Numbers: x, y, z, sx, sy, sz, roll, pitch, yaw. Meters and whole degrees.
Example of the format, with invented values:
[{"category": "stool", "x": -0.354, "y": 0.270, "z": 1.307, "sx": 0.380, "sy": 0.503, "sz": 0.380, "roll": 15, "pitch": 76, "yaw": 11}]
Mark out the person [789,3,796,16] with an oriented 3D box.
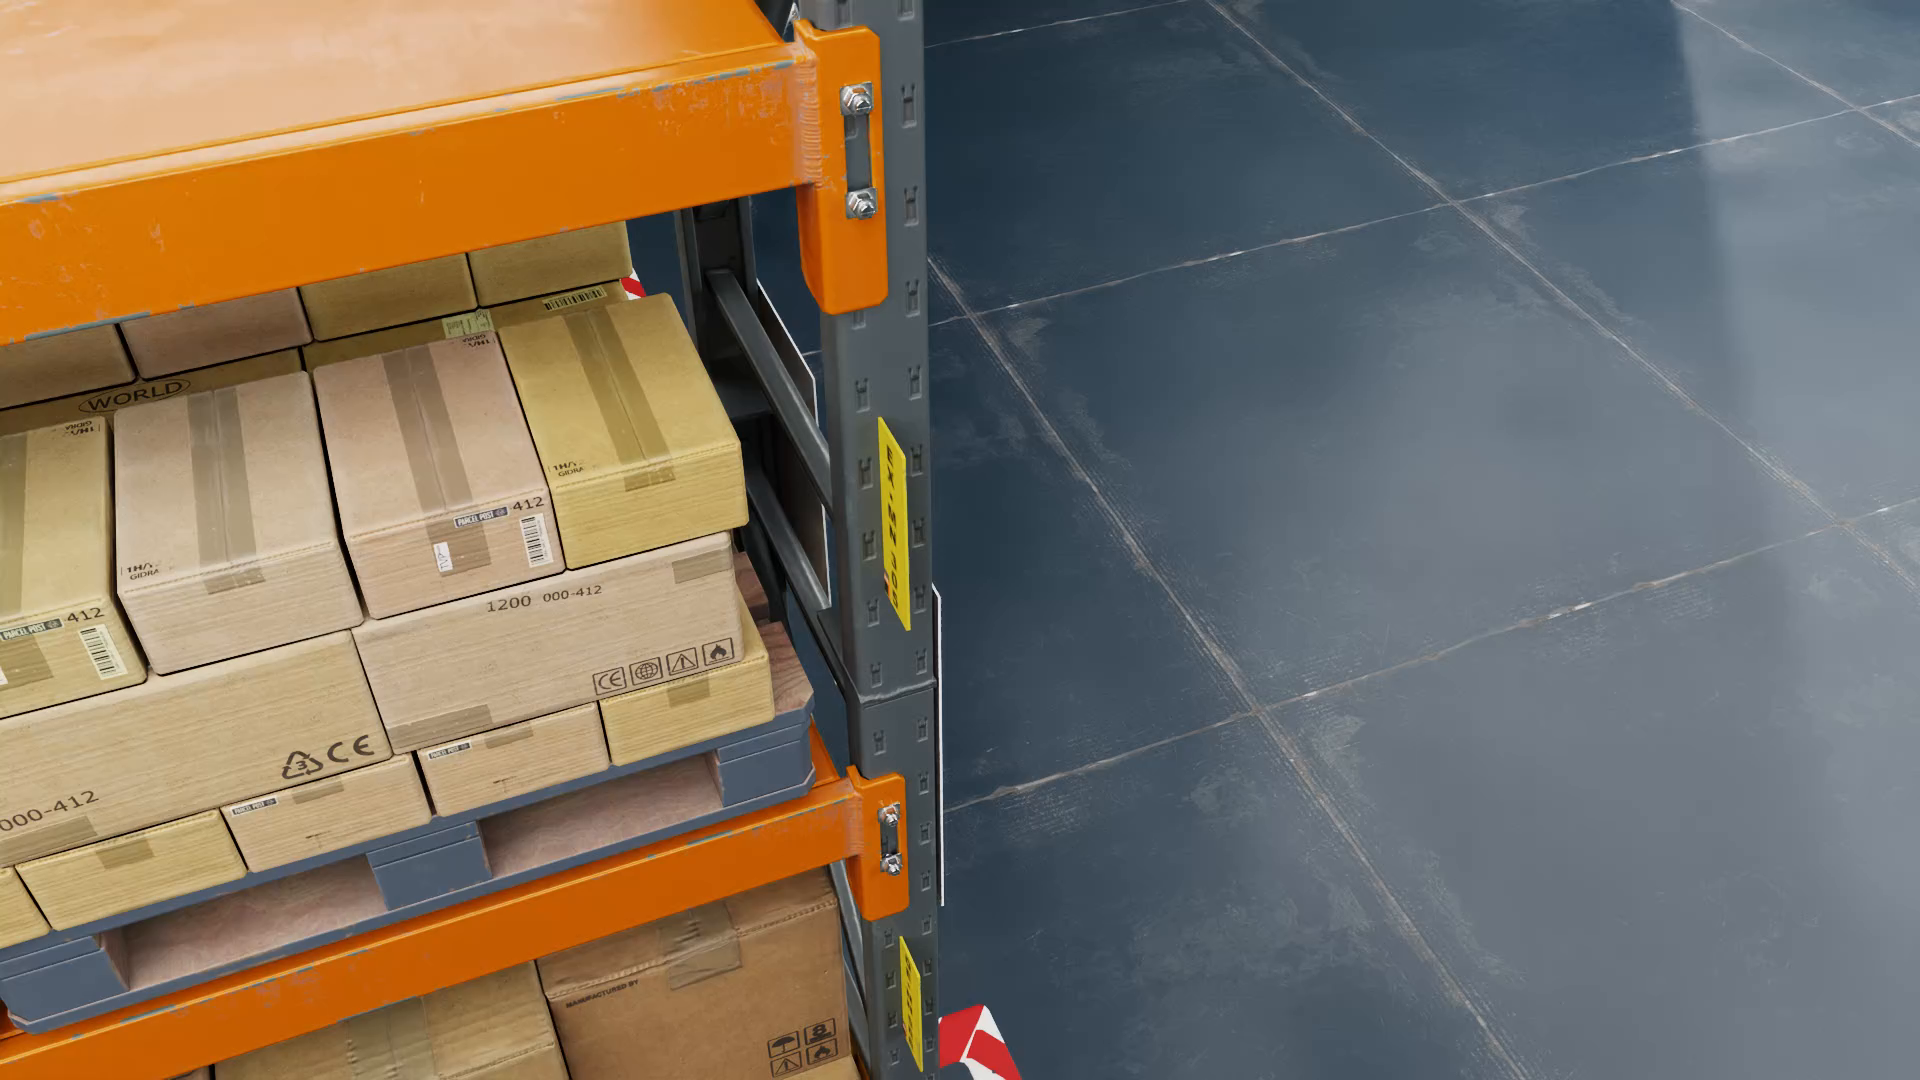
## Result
[{"category": "person", "x": -1.304, "y": -2.821, "z": 9.357, "sx": 0.687, "sy": 1.597, "sz": 0.757, "roll": -12, "pitch": 43, "yaw": -13}]
